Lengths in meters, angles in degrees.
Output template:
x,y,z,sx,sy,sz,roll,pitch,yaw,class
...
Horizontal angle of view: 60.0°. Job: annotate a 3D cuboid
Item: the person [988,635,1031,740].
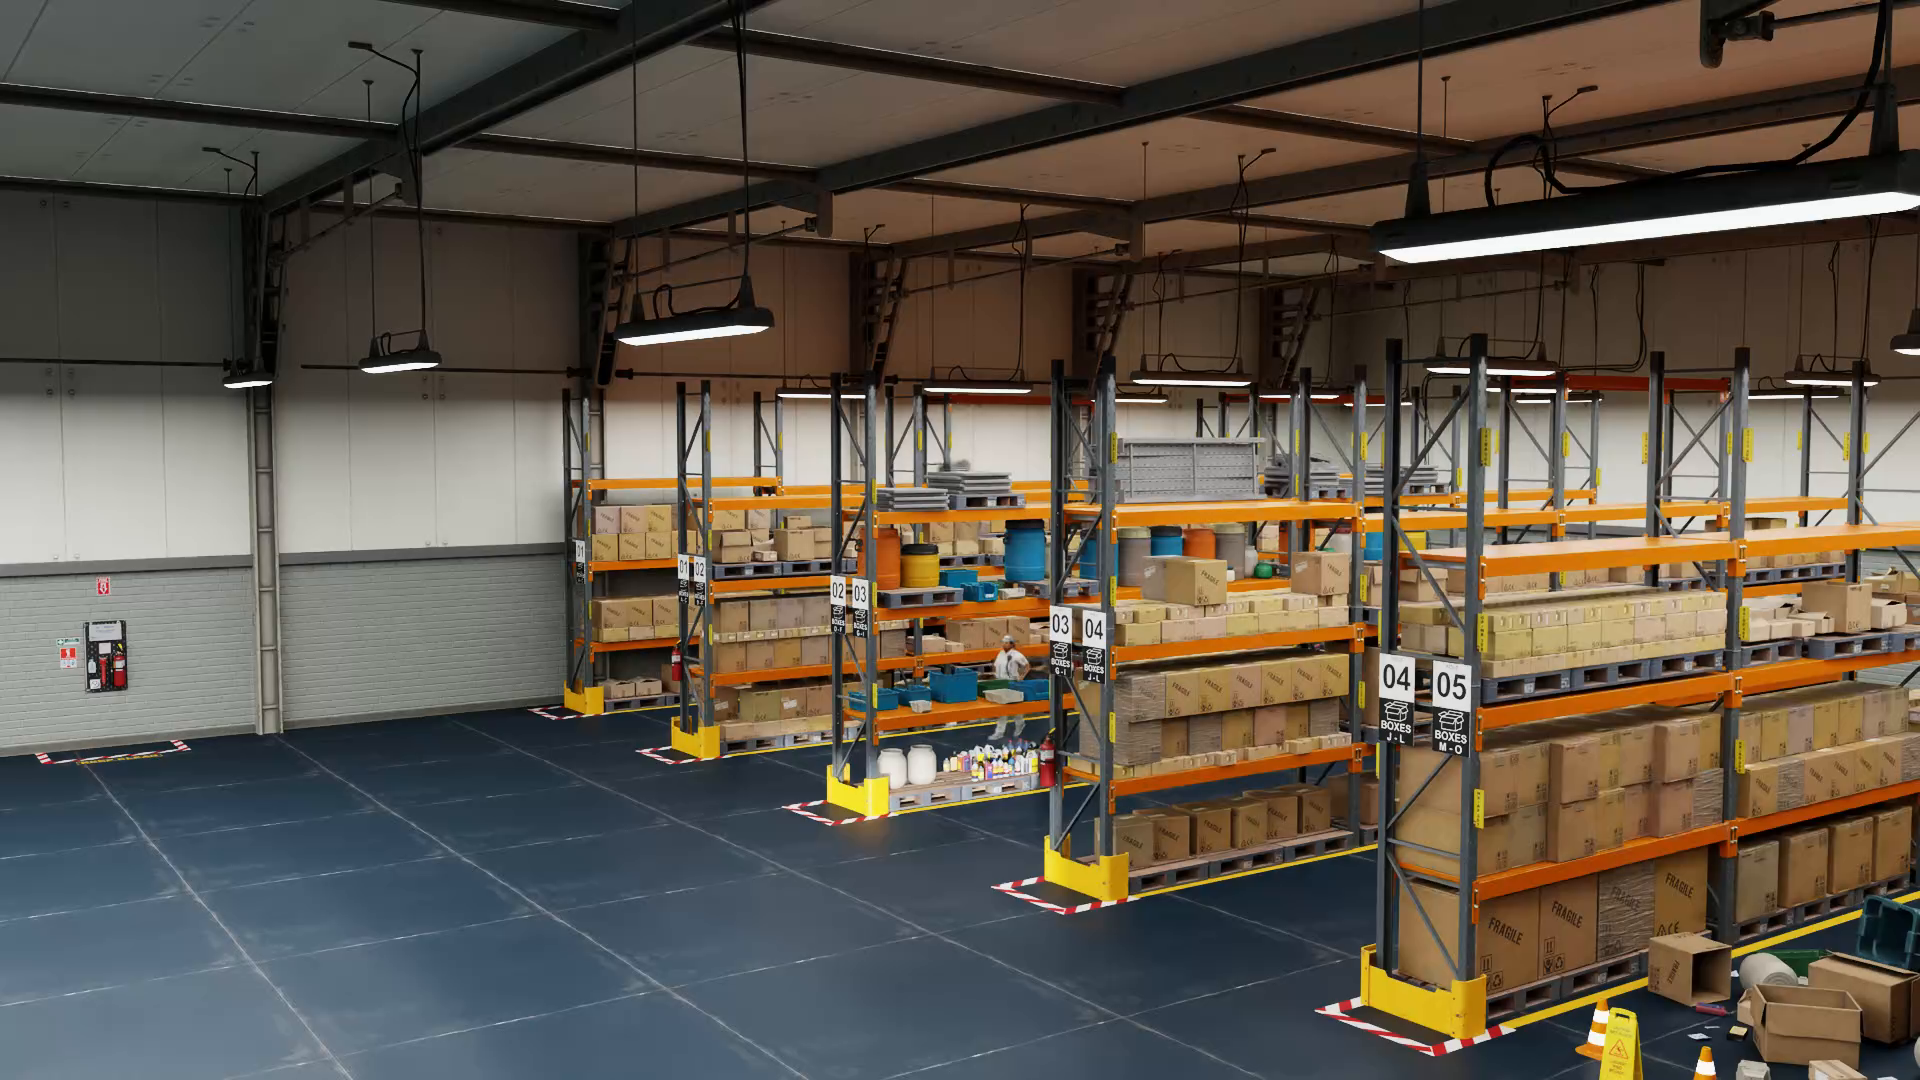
x,y,z,sx,sy,sz,roll,pitch,yaw,class
0.768,2.376,26.785,0.910,1.700,0.607,-3,5,-40,person
